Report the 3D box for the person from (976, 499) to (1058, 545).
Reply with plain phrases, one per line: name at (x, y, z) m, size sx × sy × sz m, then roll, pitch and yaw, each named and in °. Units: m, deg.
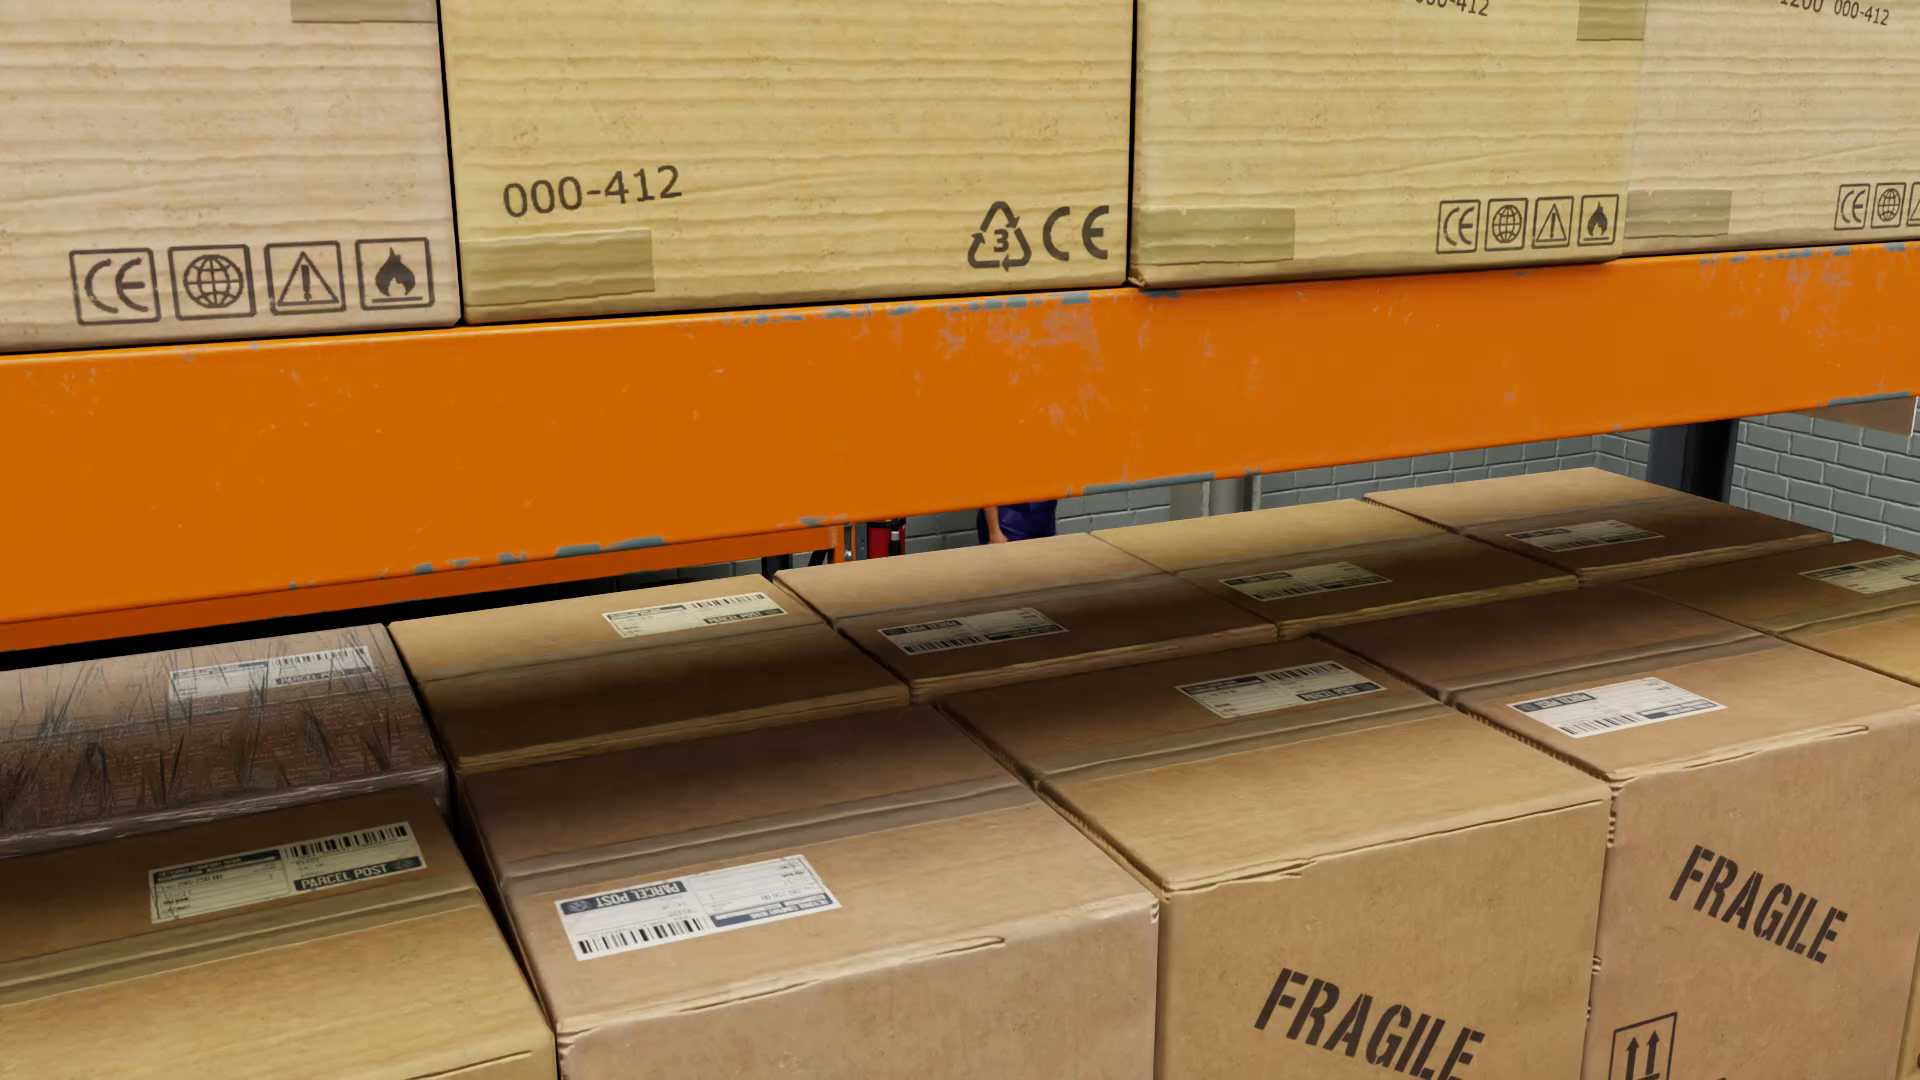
person at (0.321, -0.071, 8.233) m, size 0.390 × 1.648 × 0.551 m, roll 13°, pitch 20°, yaw 39°
